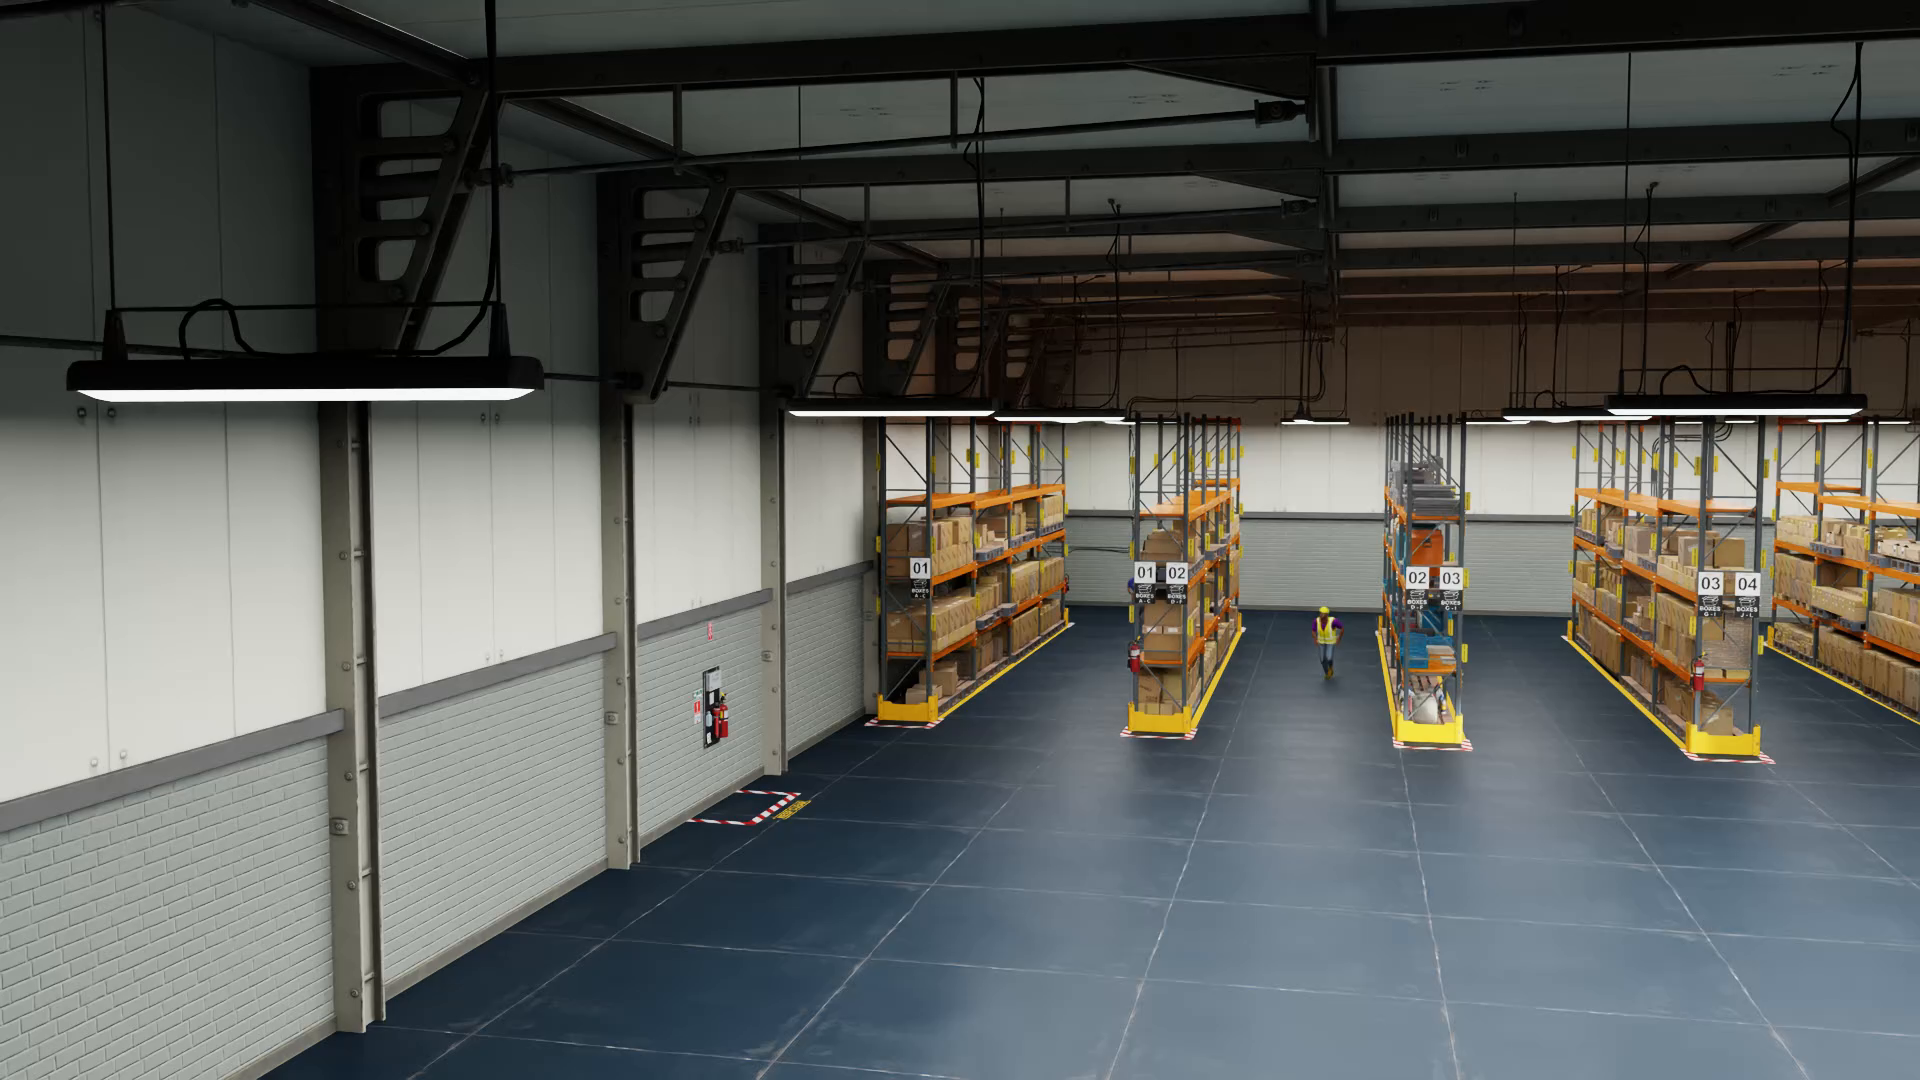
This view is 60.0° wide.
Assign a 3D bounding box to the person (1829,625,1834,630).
[{"bbox_3d":[23.266,1.905,44.227,0.522,1.673,0.666,0,4,-1],"label":"person"}]

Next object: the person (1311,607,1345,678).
[{"bbox_3d":[8.357,2.334,37.779,0.753,1.669,0.678,2,4,23],"label":"person"}]

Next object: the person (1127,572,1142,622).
[{"bbox_3d":[5.217,1.651,48.693,0.602,1.567,0.736,2,4,22],"label":"person"}]
